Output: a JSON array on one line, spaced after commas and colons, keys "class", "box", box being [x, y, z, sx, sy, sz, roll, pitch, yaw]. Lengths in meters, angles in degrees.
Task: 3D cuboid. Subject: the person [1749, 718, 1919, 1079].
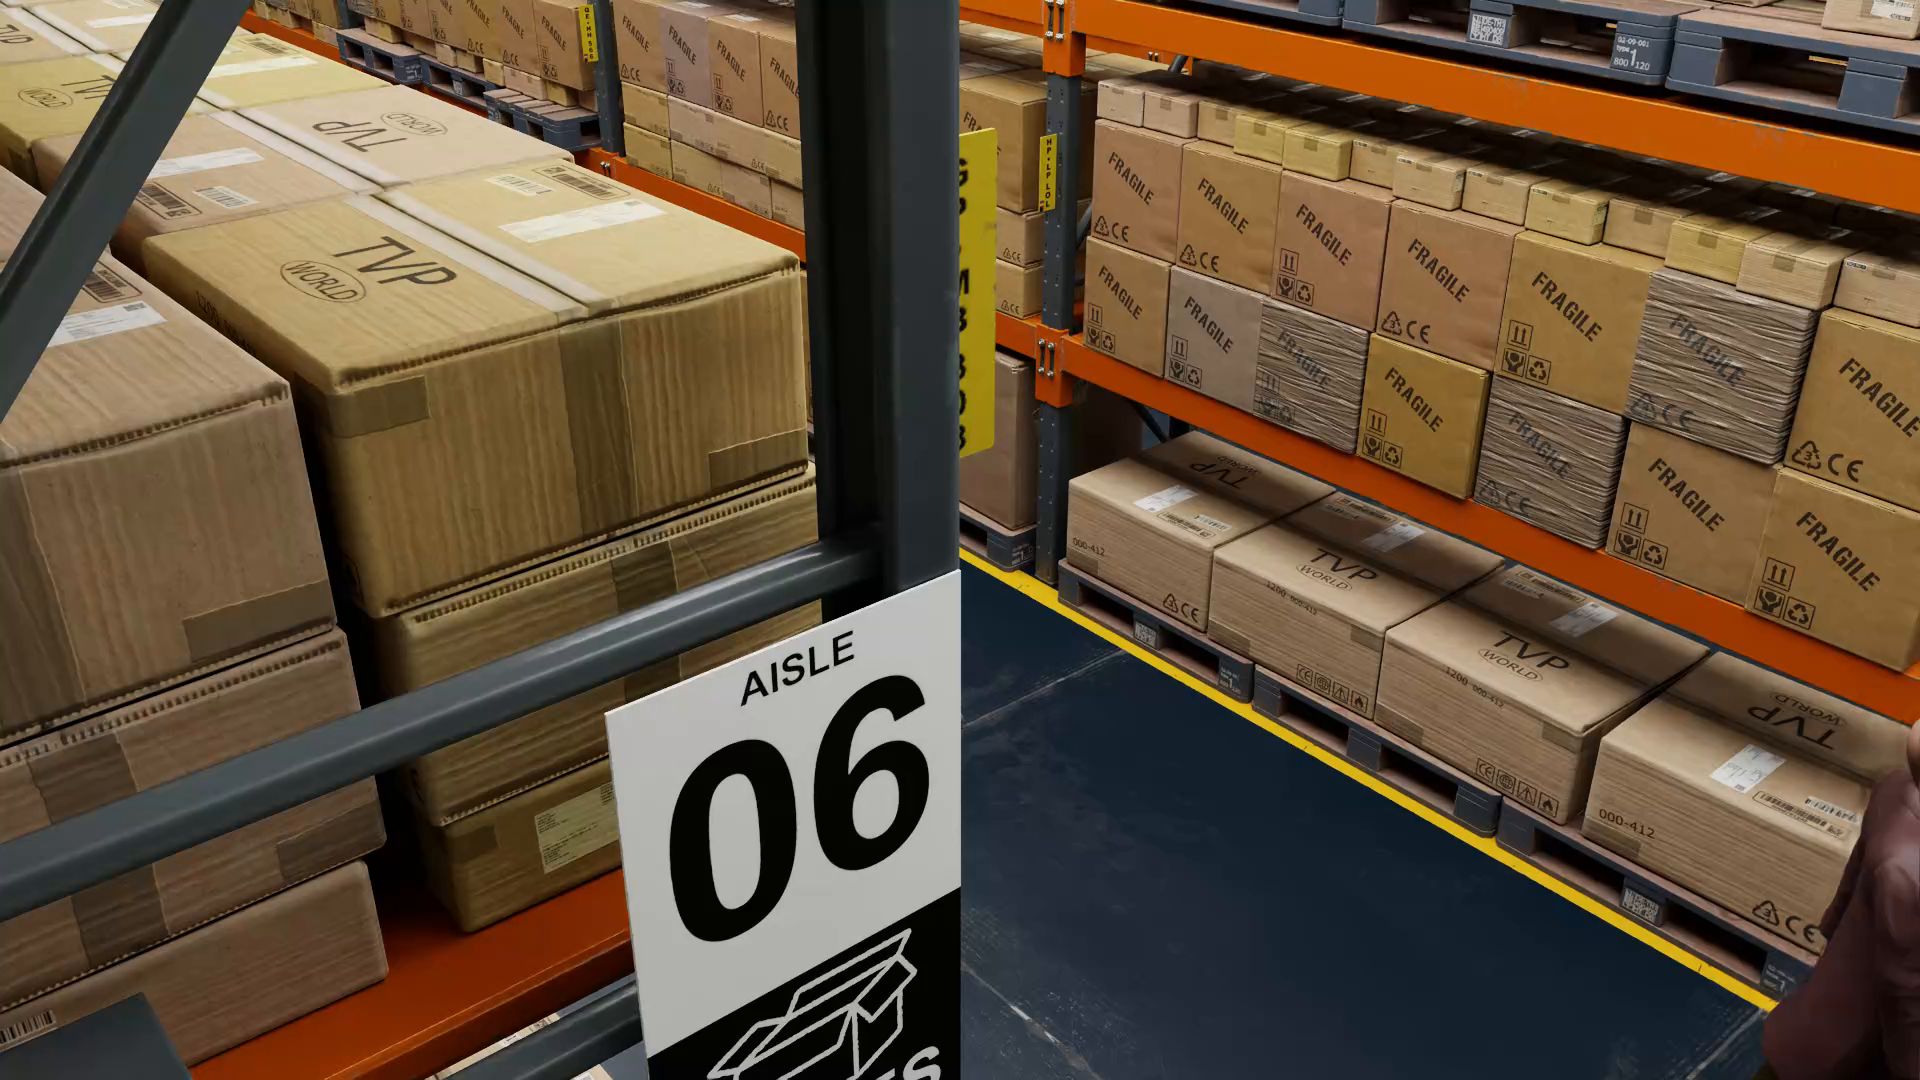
[{"class": "person", "box": [2.448, 1.234, 4.273, 1.015, 1.734, 0.654, 18, 33, 30]}]
